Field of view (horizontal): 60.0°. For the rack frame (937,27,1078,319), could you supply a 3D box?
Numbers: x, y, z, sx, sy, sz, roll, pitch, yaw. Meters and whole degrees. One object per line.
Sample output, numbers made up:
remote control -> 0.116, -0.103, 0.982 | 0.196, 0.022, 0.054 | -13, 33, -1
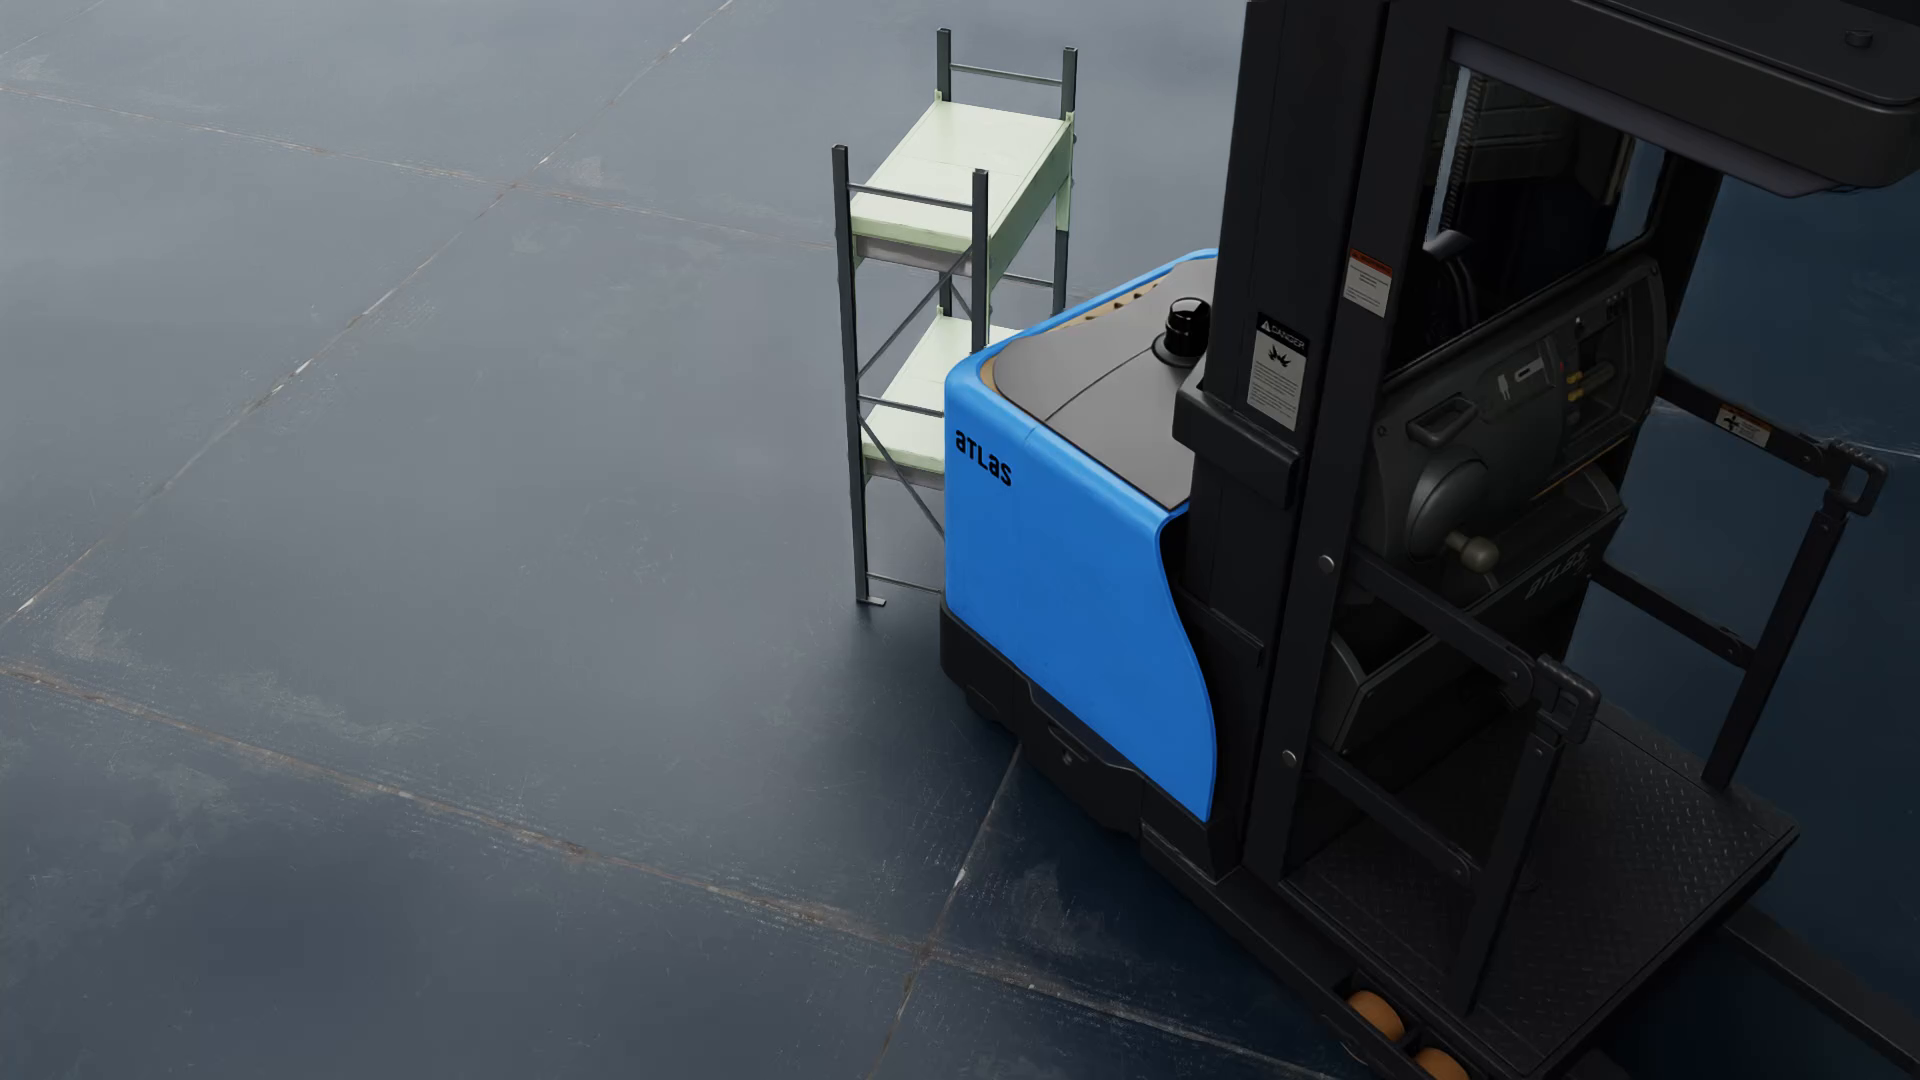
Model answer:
rack frame -> 0.127, -0.798, 5.030 | 0.400, 1.500, 0.023 | 13, 42, 15

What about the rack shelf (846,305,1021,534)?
rack shelf -> 0.002, -0.327, 4.980 | 0.431, 0.370, 0.720 | 13, 42, 15

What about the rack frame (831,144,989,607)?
rack frame -> -0.123, -0.351, 4.506 | 0.400, 1.500, 0.023 | 13, 42, 15

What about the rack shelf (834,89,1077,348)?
rack shelf -> 0.002, -0.872, 4.515 | 0.431, 0.370, 0.720 | 13, 42, 15

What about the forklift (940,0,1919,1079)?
forklift -> 1.268, -0.184, 3.208 | 1.130, 2.935, 3.031 | -28, 48, -29

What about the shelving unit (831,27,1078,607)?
shelving unit -> 0.002, -0.575, 4.768 | 0.431, 1.500, 0.755 | 13, 42, 15
